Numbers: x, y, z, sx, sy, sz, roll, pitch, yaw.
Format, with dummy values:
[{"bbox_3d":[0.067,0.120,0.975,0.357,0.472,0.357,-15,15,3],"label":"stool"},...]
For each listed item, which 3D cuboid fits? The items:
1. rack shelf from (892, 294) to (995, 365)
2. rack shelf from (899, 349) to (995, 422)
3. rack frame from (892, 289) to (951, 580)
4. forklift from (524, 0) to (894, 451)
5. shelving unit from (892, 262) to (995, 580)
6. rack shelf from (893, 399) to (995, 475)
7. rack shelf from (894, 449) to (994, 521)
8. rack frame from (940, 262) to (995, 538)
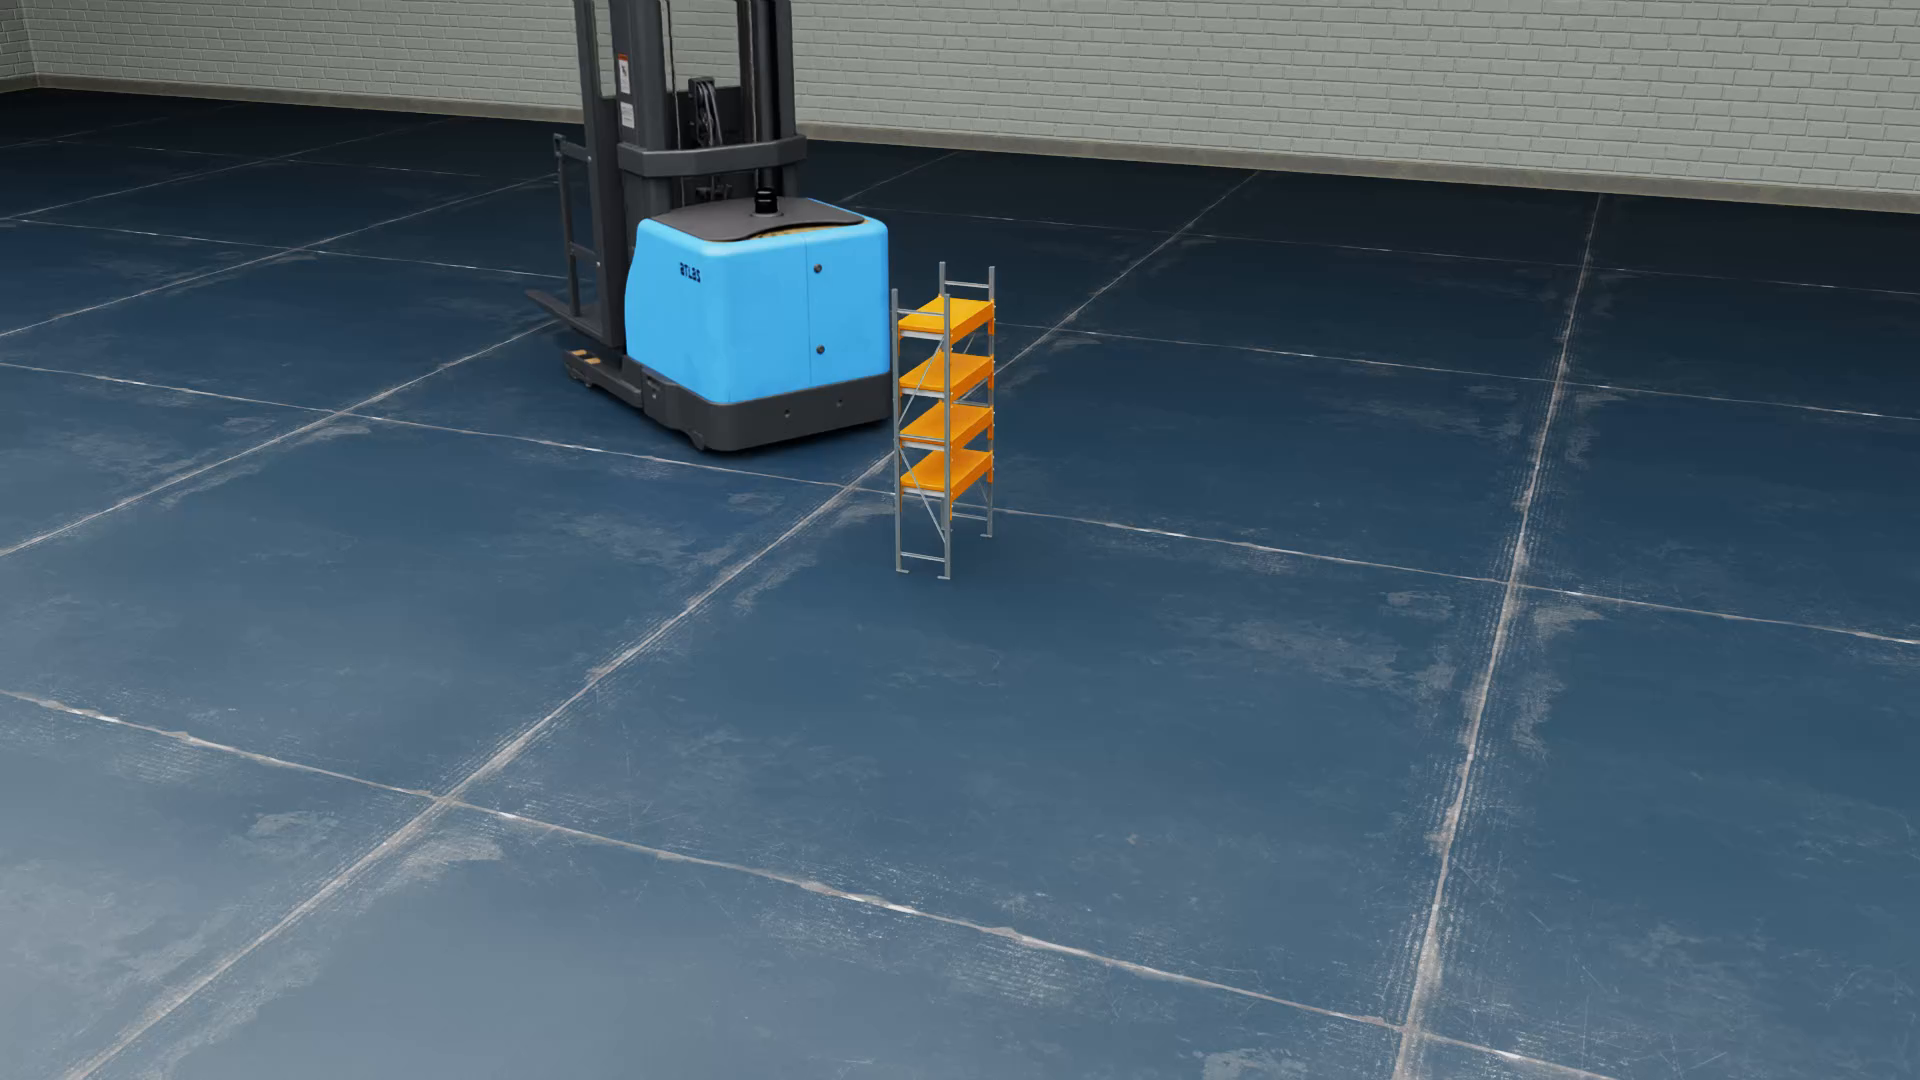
[{"bbox_3d":[-0.062,-0.857,6.725,0.258,0.148,0.480,9,24,20],"label":"rack shelf"},{"bbox_3d":[-0.061,-0.639,6.817,0.258,0.148,0.480,9,24,20],"label":"rack shelf"},{"bbox_3d":[-0.152,-0.407,6.668,0.240,1.200,0.015,9,24,20],"label":"rack frame"},{"bbox_3d":[-1.593,-2.297,8.946,1.130,2.935,3.031,-15,27,-32],"label":"forklift"},{"bbox_3d":[-0.061,-0.494,6.877,0.258,1.200,0.503,9,24,20],"label":"shelving unit"},{"bbox_3d":[-0.061,-0.432,6.903,0.258,0.148,0.480,9,24,20],"label":"rack shelf"},{"bbox_3d":[-0.061,-0.249,6.979,0.258,0.148,0.480,9,24,20],"label":"rack shelf"},{"bbox_3d":[0.029,-0.582,7.086,0.240,1.200,0.015,9,24,20],"label":"rack frame"}]
